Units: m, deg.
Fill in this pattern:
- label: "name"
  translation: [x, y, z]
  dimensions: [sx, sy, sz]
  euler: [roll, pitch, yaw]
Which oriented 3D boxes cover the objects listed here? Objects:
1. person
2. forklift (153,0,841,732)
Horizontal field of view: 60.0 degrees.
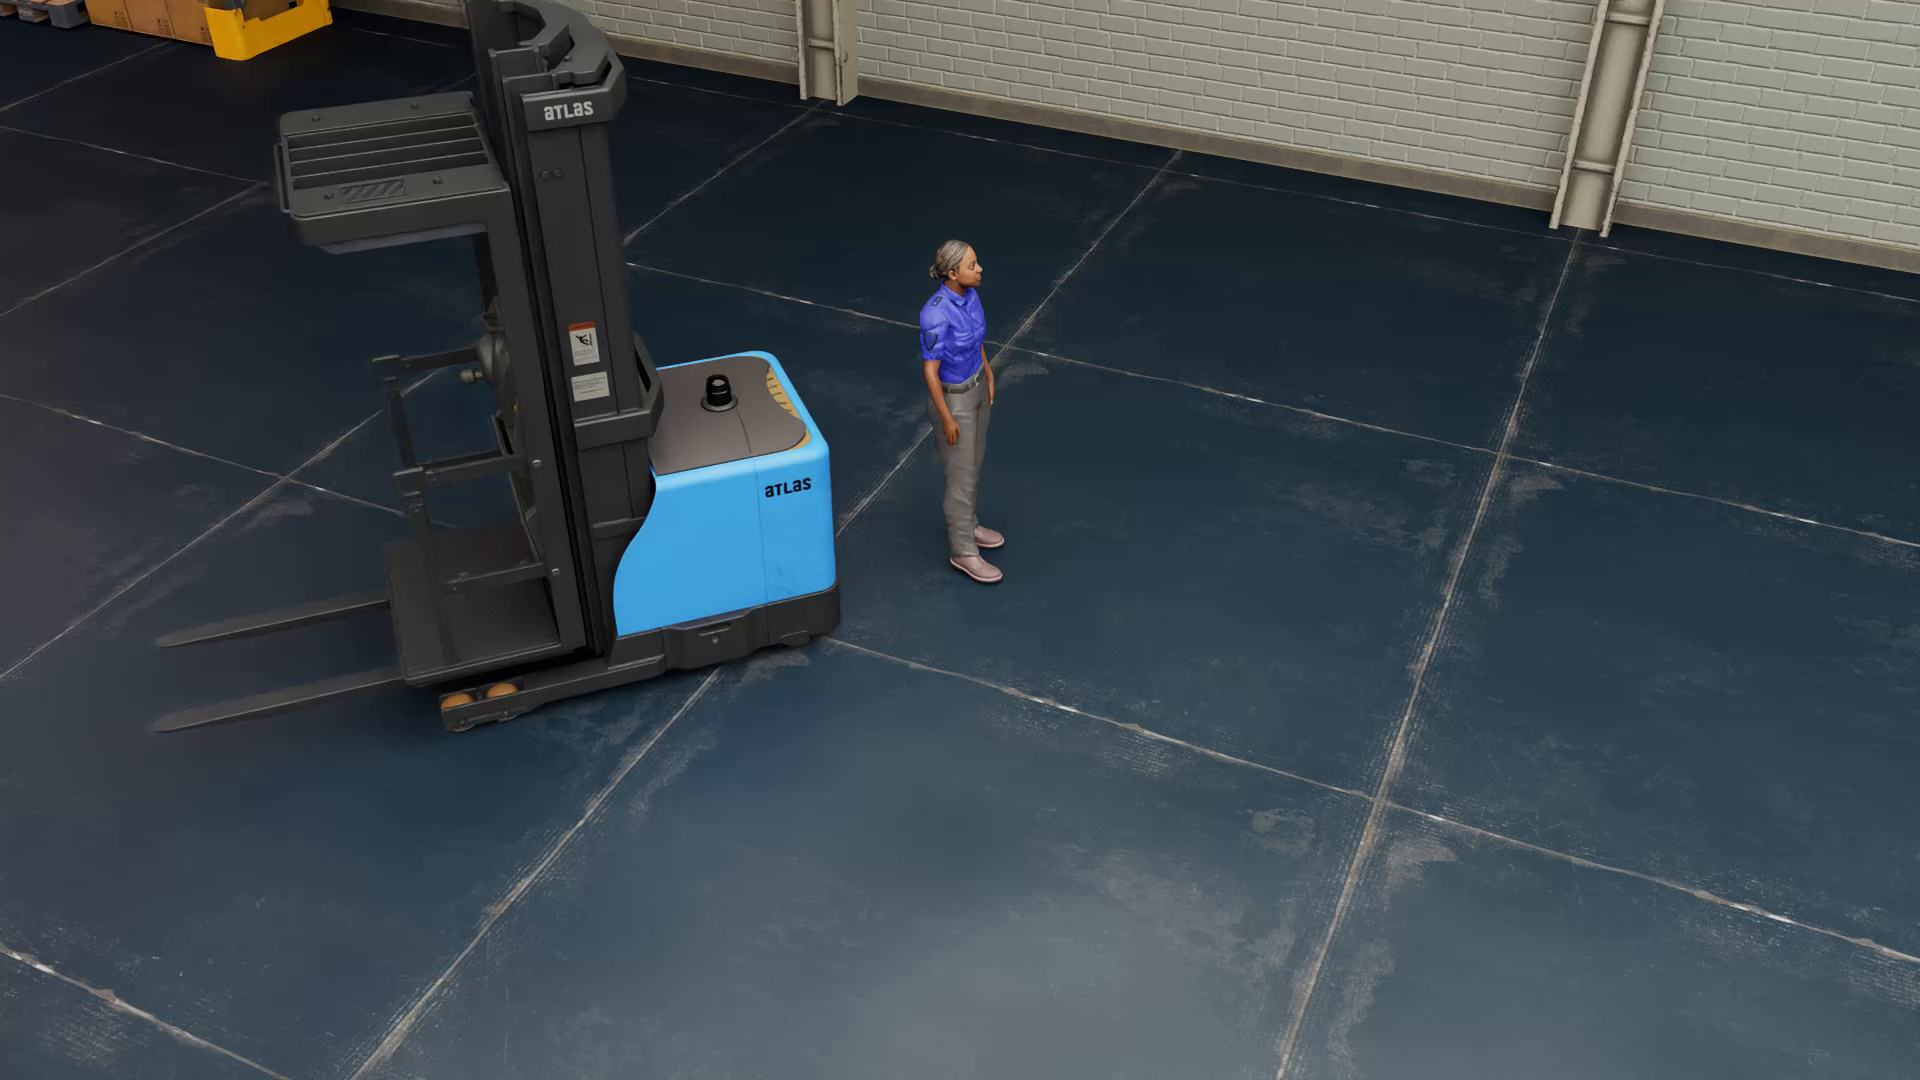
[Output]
- label: "person"
  translation: [0.072, -0.648, 8.082]
  dimensions: [0.502, 1.657, 0.570]
  euler: [15, 38, 20]
- label: "forklift"
  translation: [-2.141, -0.690, 7.053]
  dimensions: [3.031, 2.935, 1.130]
  euler: [-12, 37, -17]
